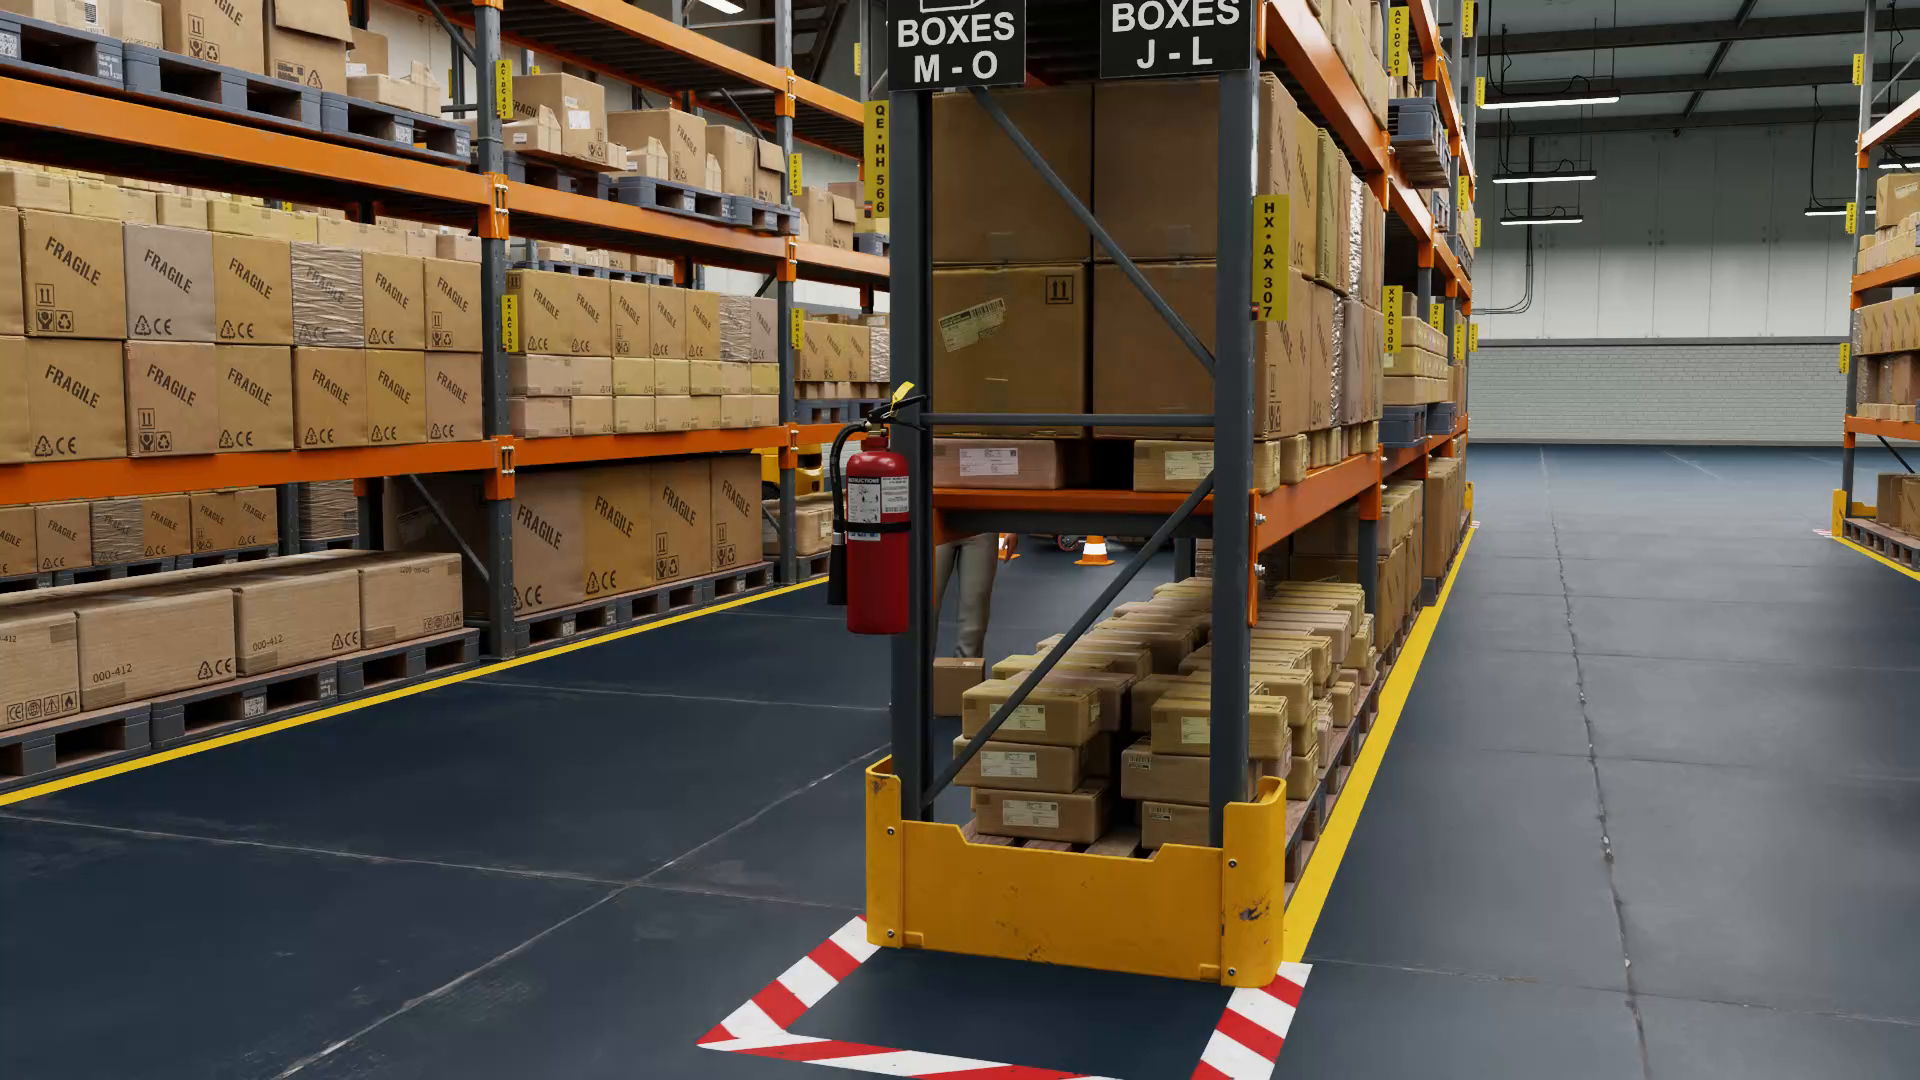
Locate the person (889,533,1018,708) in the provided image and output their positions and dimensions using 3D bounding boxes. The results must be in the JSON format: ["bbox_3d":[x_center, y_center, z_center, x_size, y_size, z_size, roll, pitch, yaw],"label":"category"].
[{"bbox_3d":[-0.017,-0.062,8.386,0.640,1.779,0.575,0,5,5],"label":"person"}]
